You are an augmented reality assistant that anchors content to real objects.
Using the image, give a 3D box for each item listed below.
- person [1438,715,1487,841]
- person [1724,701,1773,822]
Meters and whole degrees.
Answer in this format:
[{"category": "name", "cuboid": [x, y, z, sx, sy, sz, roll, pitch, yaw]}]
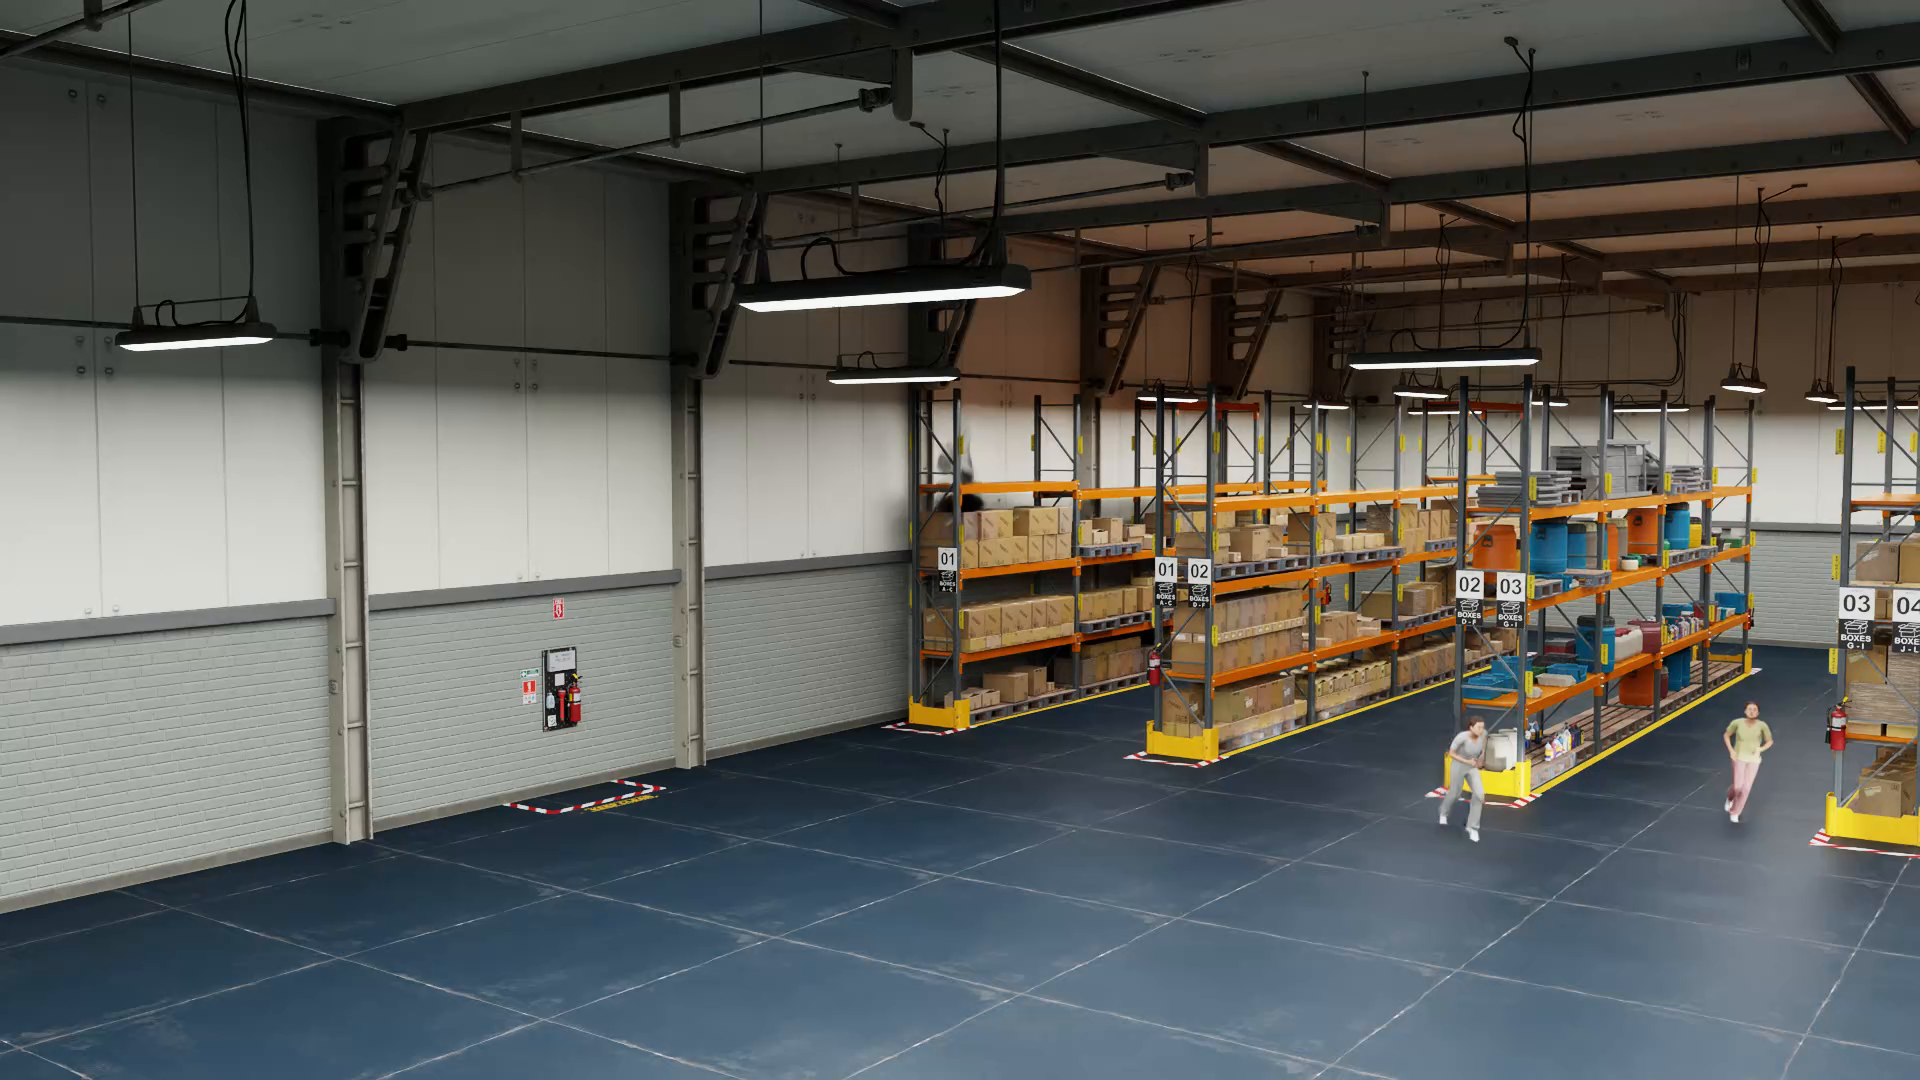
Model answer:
[{"category": "person", "cuboid": [6.468, 3.023, 21.430, 0.606, 1.605, 0.953, -1, 3, -15]}, {"category": "person", "cuboid": [10.500, 2.941, 22.148, 0.587, 1.627, 0.543, 1, 3, 19]}]
